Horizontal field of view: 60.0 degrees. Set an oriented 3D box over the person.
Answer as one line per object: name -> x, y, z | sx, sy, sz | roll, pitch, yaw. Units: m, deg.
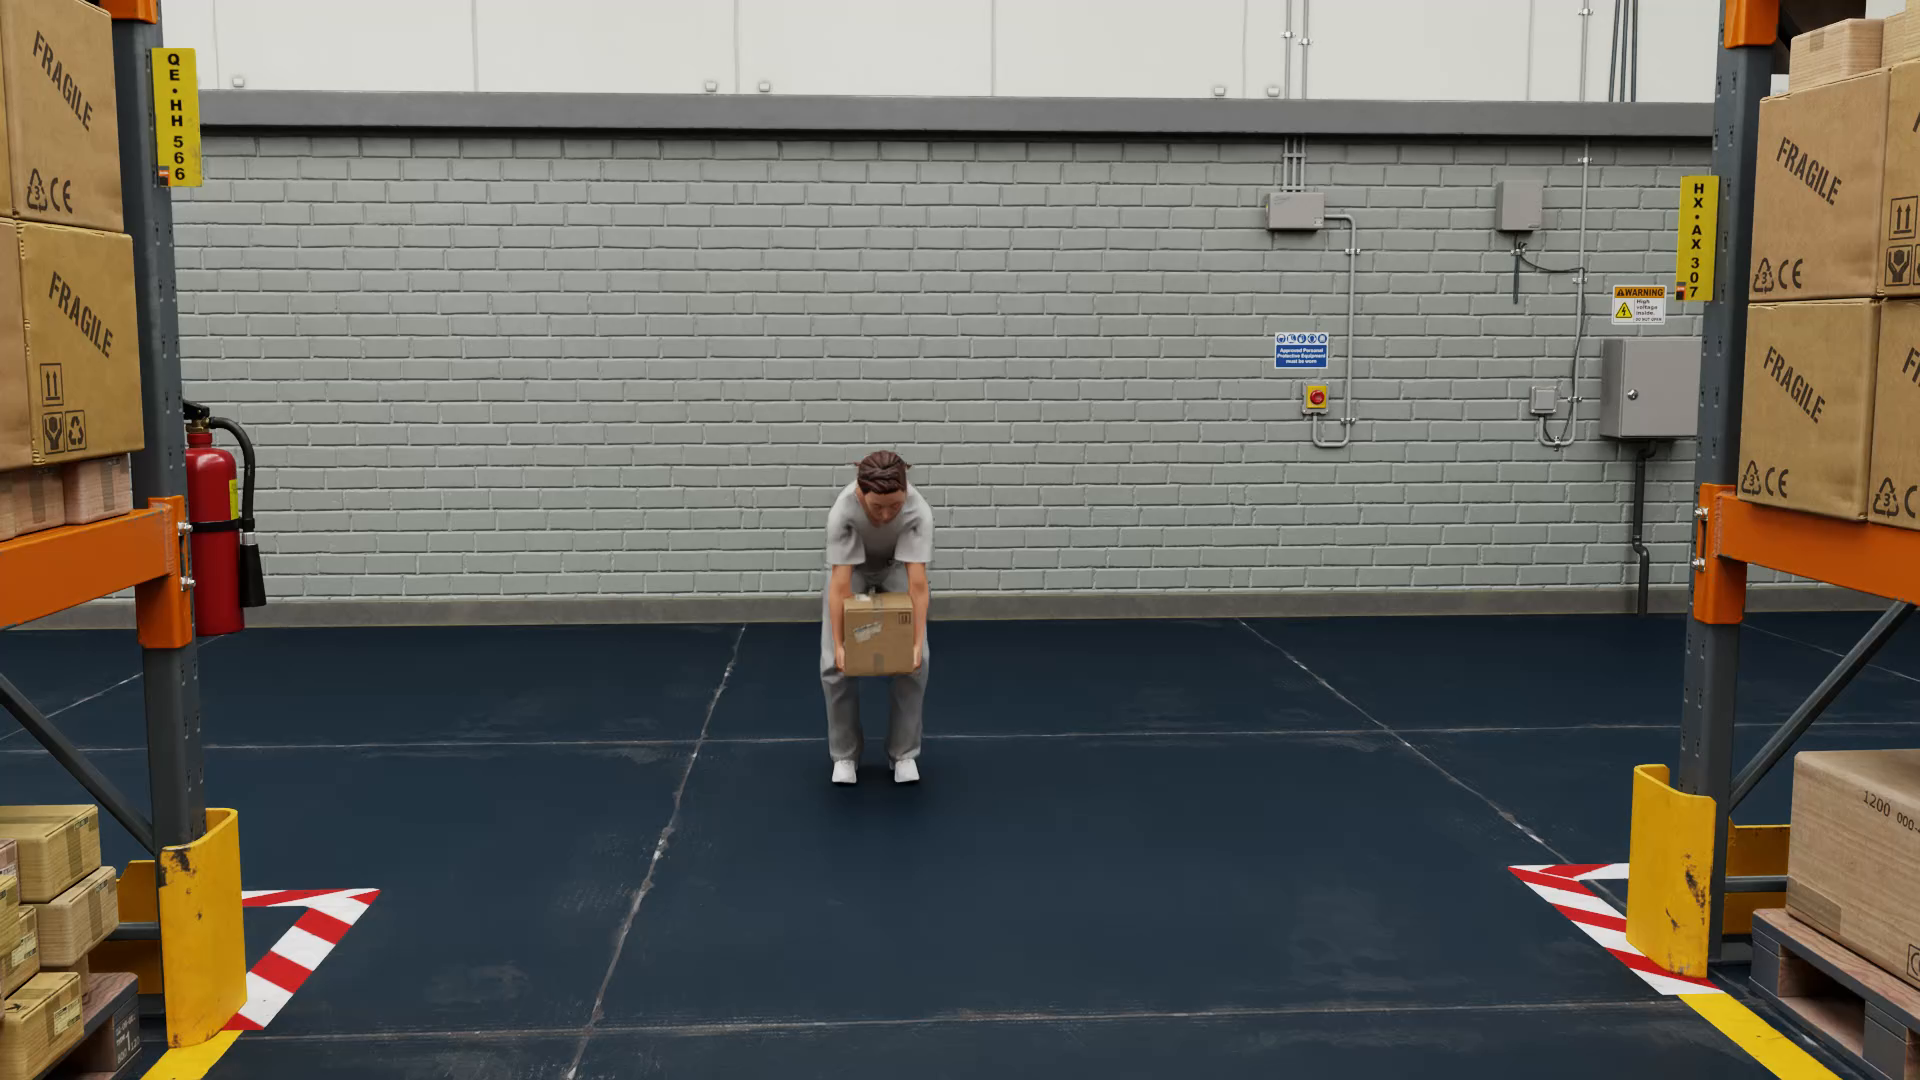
person -> -0.317, 0.301, 6.281 | 0.423, 1.318, 0.802 | -1, 7, -5
